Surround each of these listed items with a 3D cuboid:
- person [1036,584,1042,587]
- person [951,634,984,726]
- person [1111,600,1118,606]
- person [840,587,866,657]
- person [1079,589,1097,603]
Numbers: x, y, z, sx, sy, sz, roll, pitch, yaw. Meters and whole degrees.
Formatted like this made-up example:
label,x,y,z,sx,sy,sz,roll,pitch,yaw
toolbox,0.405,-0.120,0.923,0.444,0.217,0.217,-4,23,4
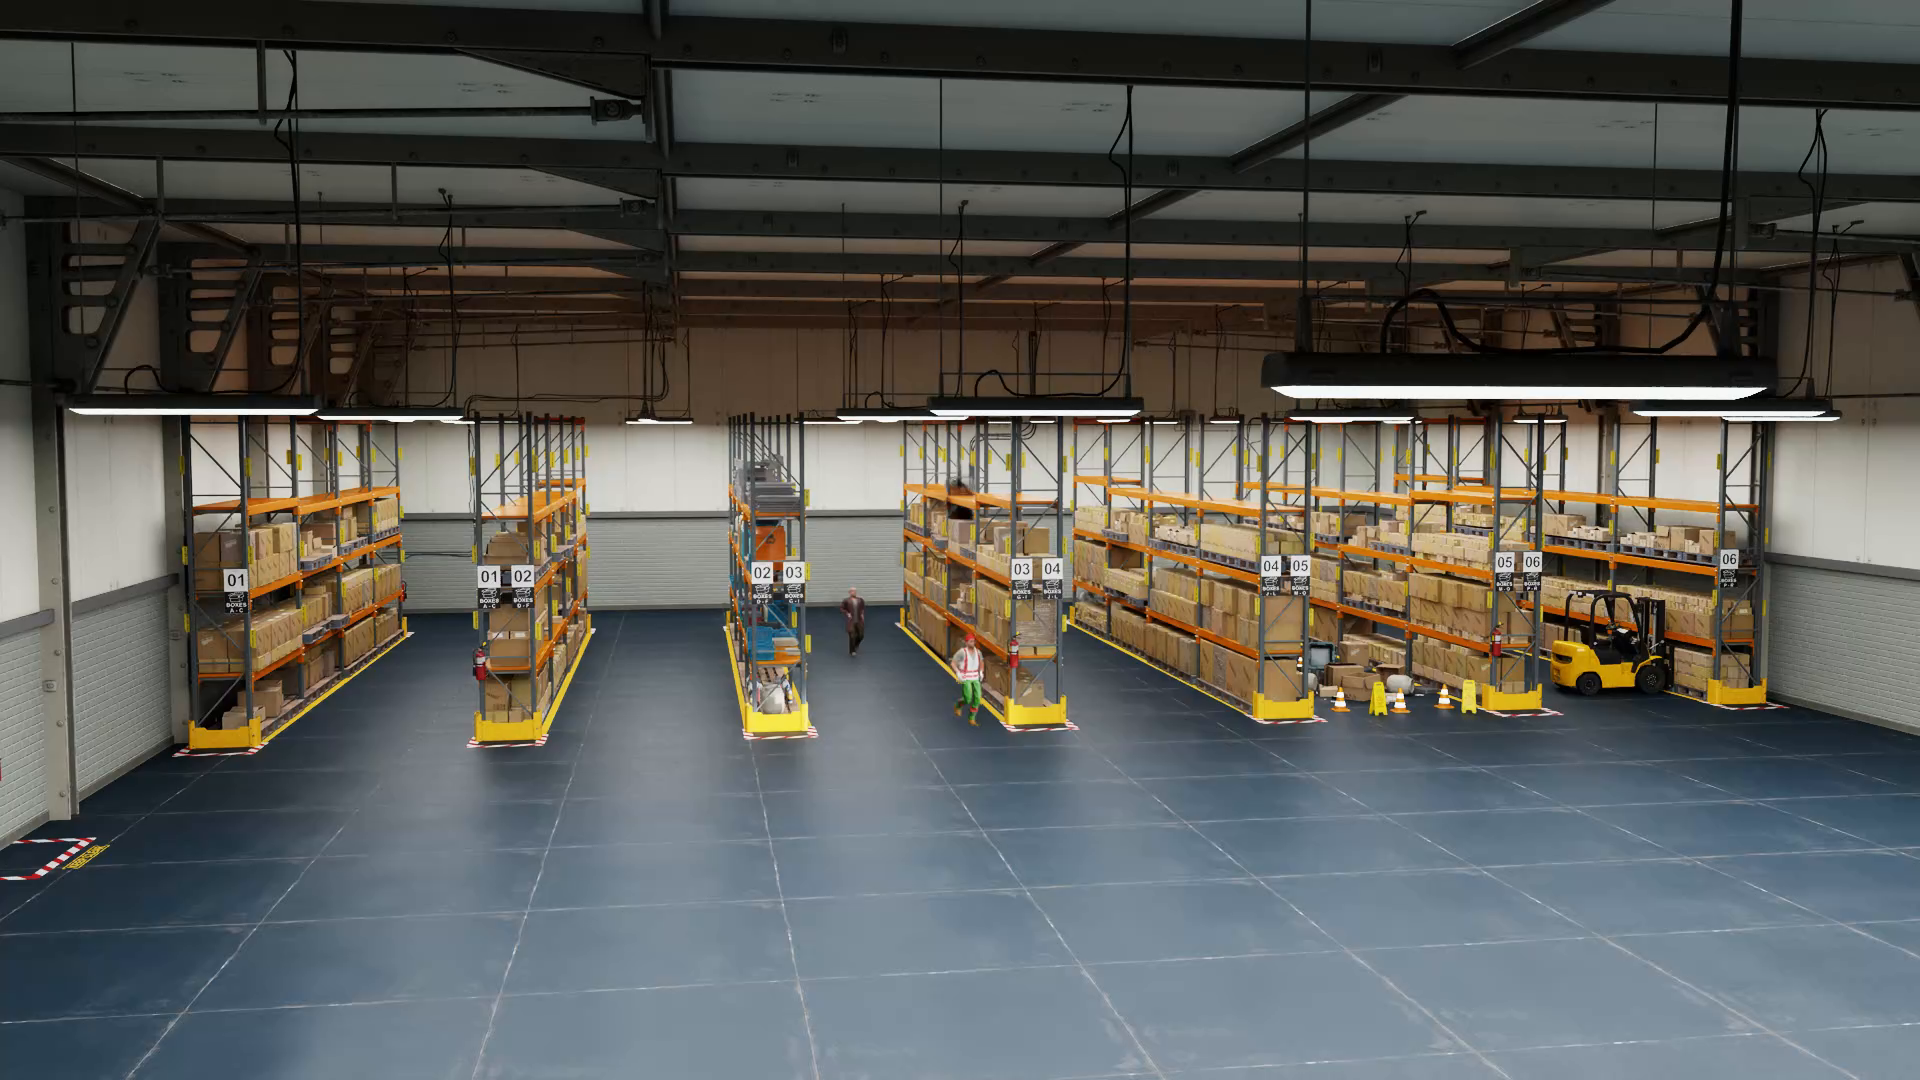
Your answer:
label,x,y,z,sx,sy,sz,roll,pitch,yaw
person,2.335,1.778,46.362,0.615,1.642,0.838,0,4,-3
person,0.181,2.688,32.025,0.700,1.776,0.455,-2,4,-30
person,4.471,1.501,49.938,0.566,1.642,0.737,3,5,33
person,-2.628,2.040,41.370,0.701,1.727,0.651,-1,4,-19
person,3.912,1.467,49.914,0.815,1.804,0.707,0,4,-5
